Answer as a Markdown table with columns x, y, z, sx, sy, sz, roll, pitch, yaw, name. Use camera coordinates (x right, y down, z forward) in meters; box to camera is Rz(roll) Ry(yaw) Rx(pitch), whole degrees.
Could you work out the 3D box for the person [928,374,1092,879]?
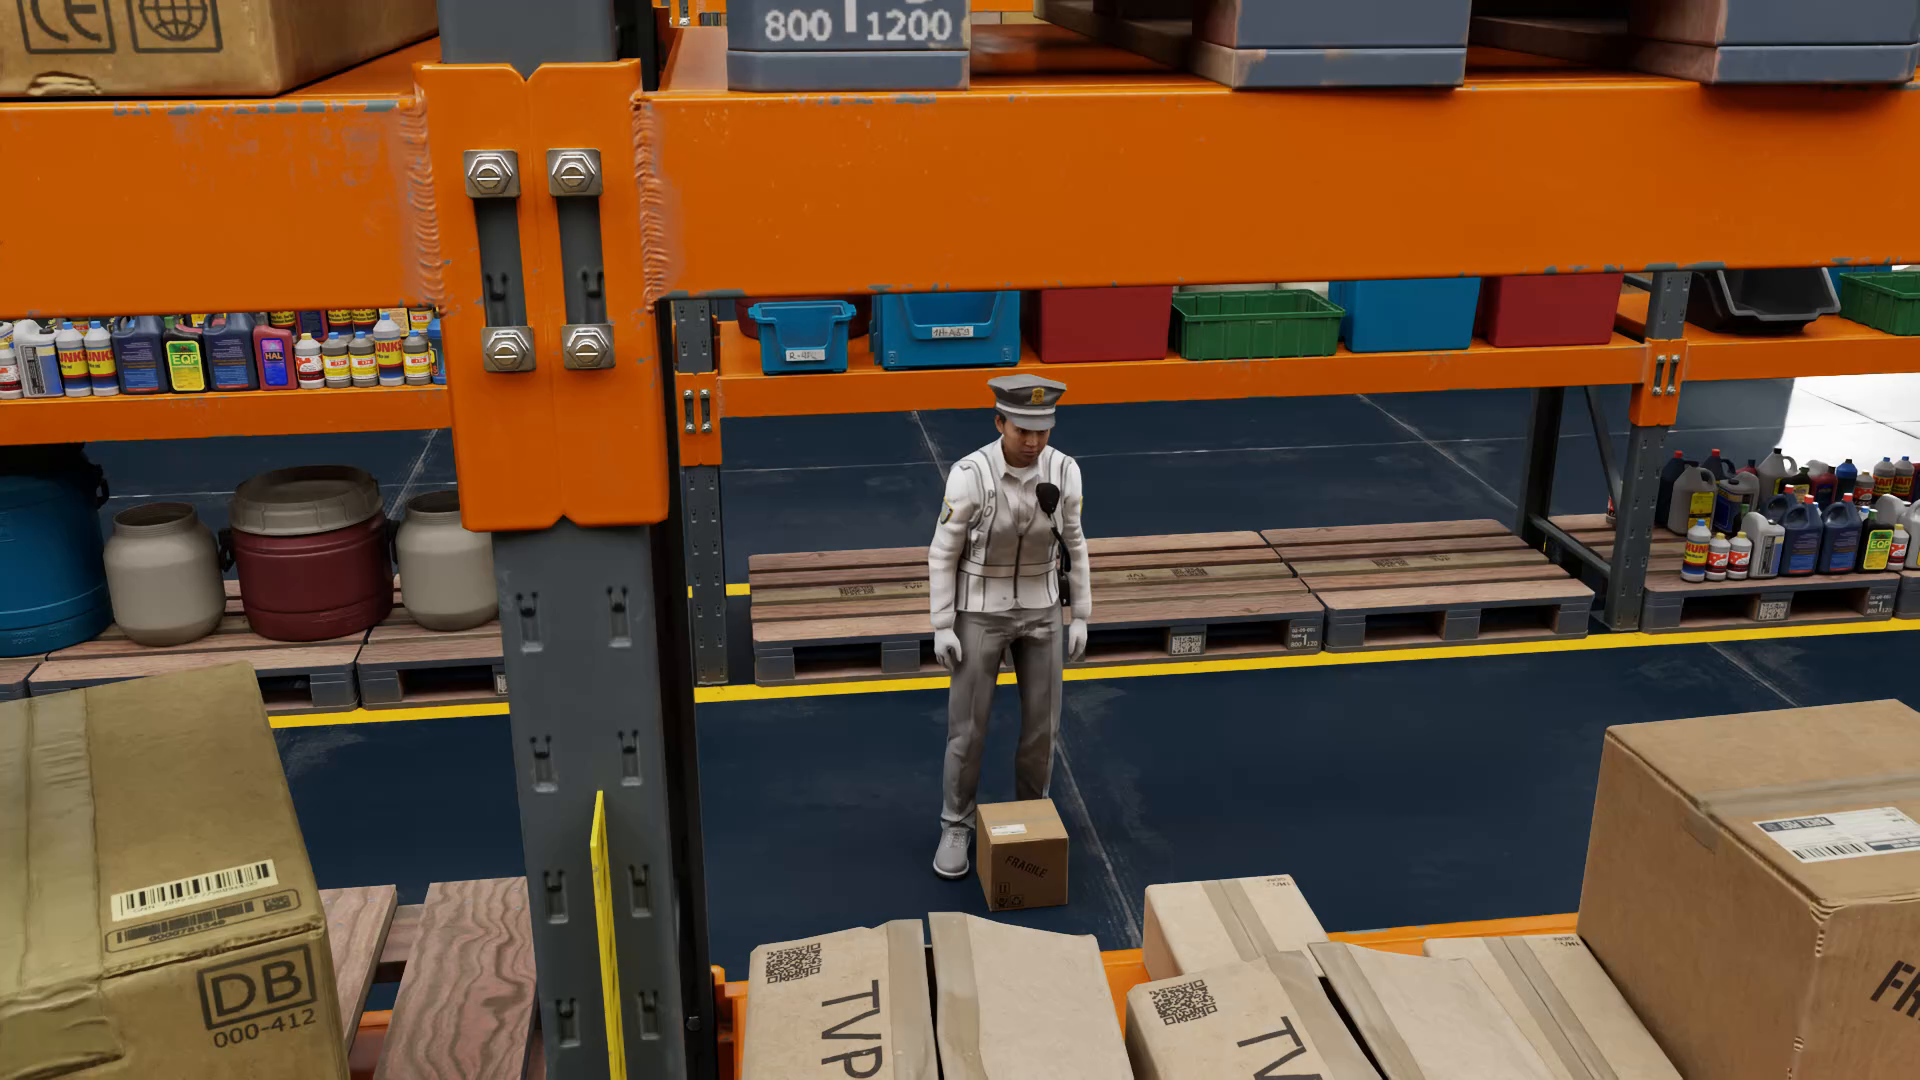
| x | y | z | sx | sy | sz | roll | pitch | yaw | name |
| --- | --- | --- | --- | --- | --- | --- | --- | --- | --- |
| 0.162 | 0.268 | 5.341 | 0.542 | 1.662 | 0.376 | -4 | 21 | -11 | person |
